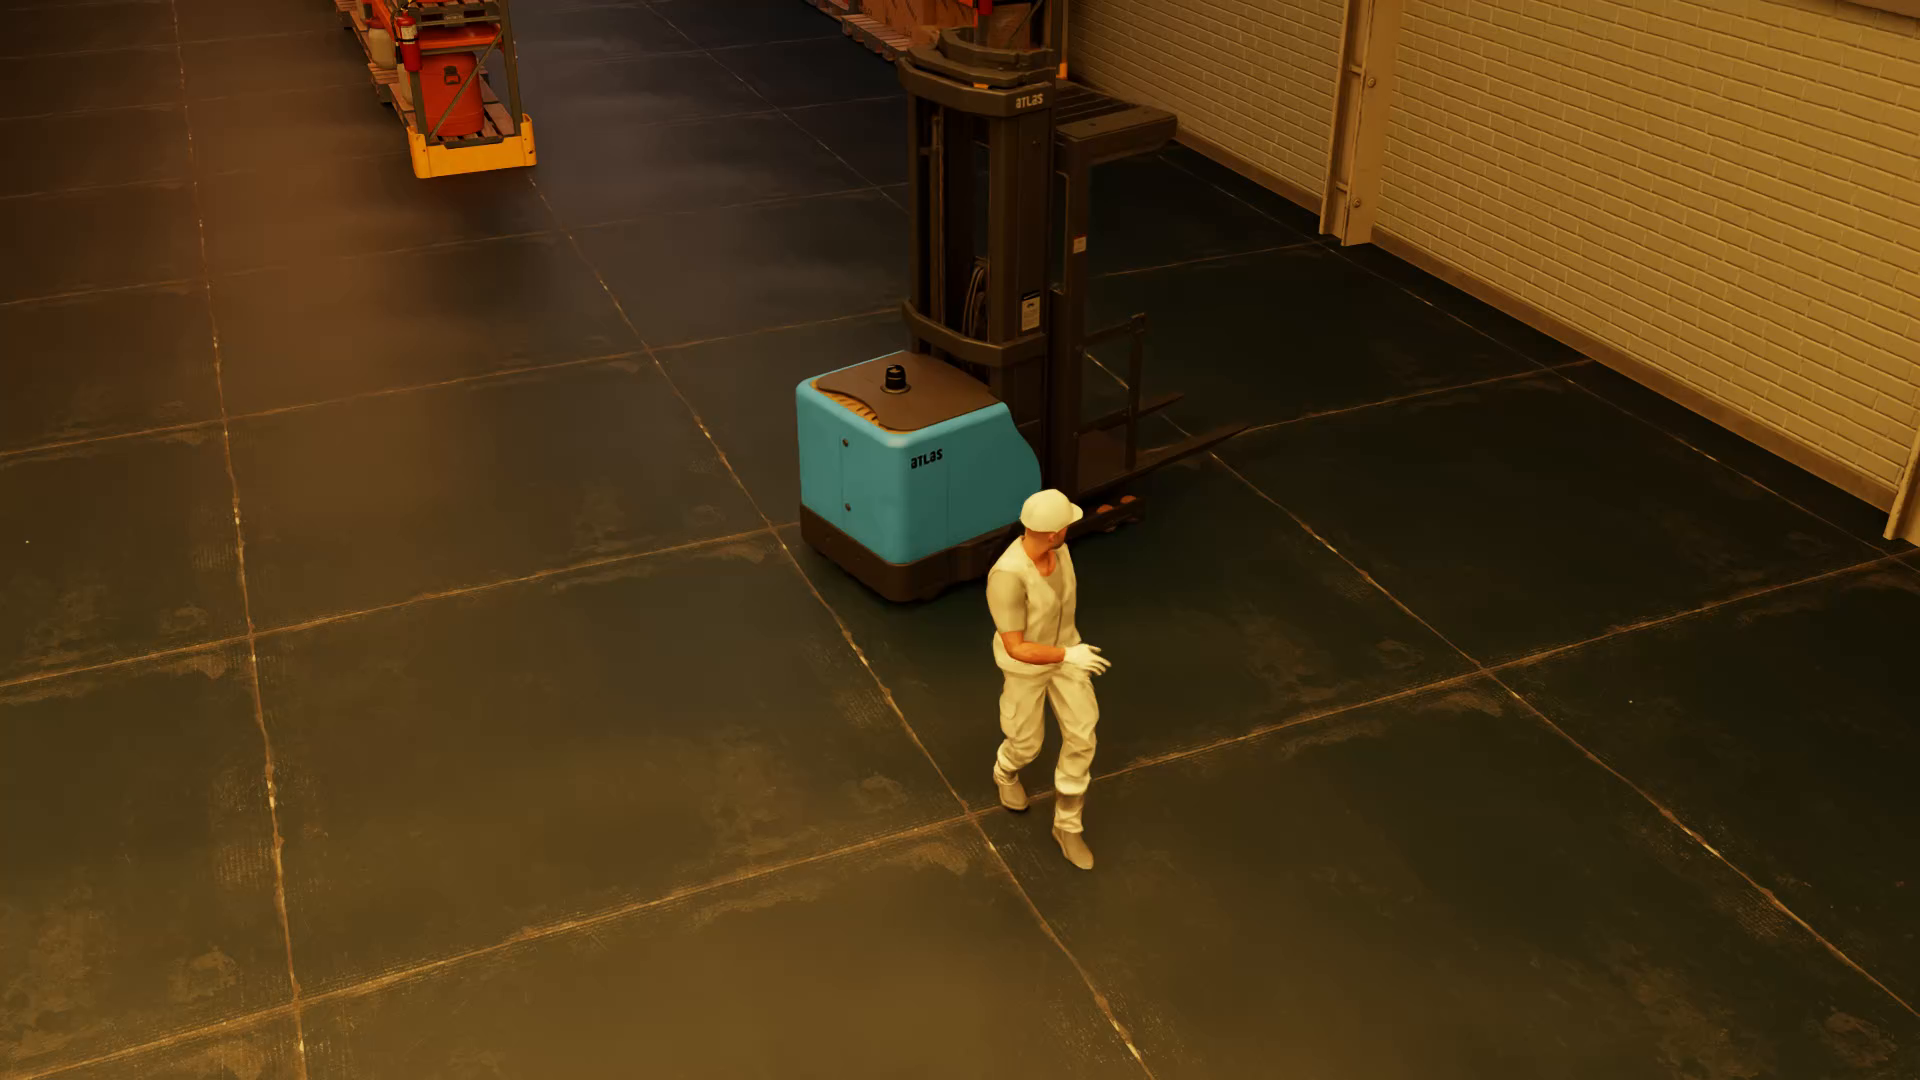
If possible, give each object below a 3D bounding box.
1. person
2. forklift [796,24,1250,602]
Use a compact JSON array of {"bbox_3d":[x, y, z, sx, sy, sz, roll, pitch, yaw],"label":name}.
[{"bbox_3d":[0.353,0.557,7.414,0.572,1.753,0.935,-17,34,-27],"label":"person"},{"bbox_3d":[0.519,-1.507,9.755,3.031,2.935,1.130,-21,36,-32],"label":"forklift"}]
